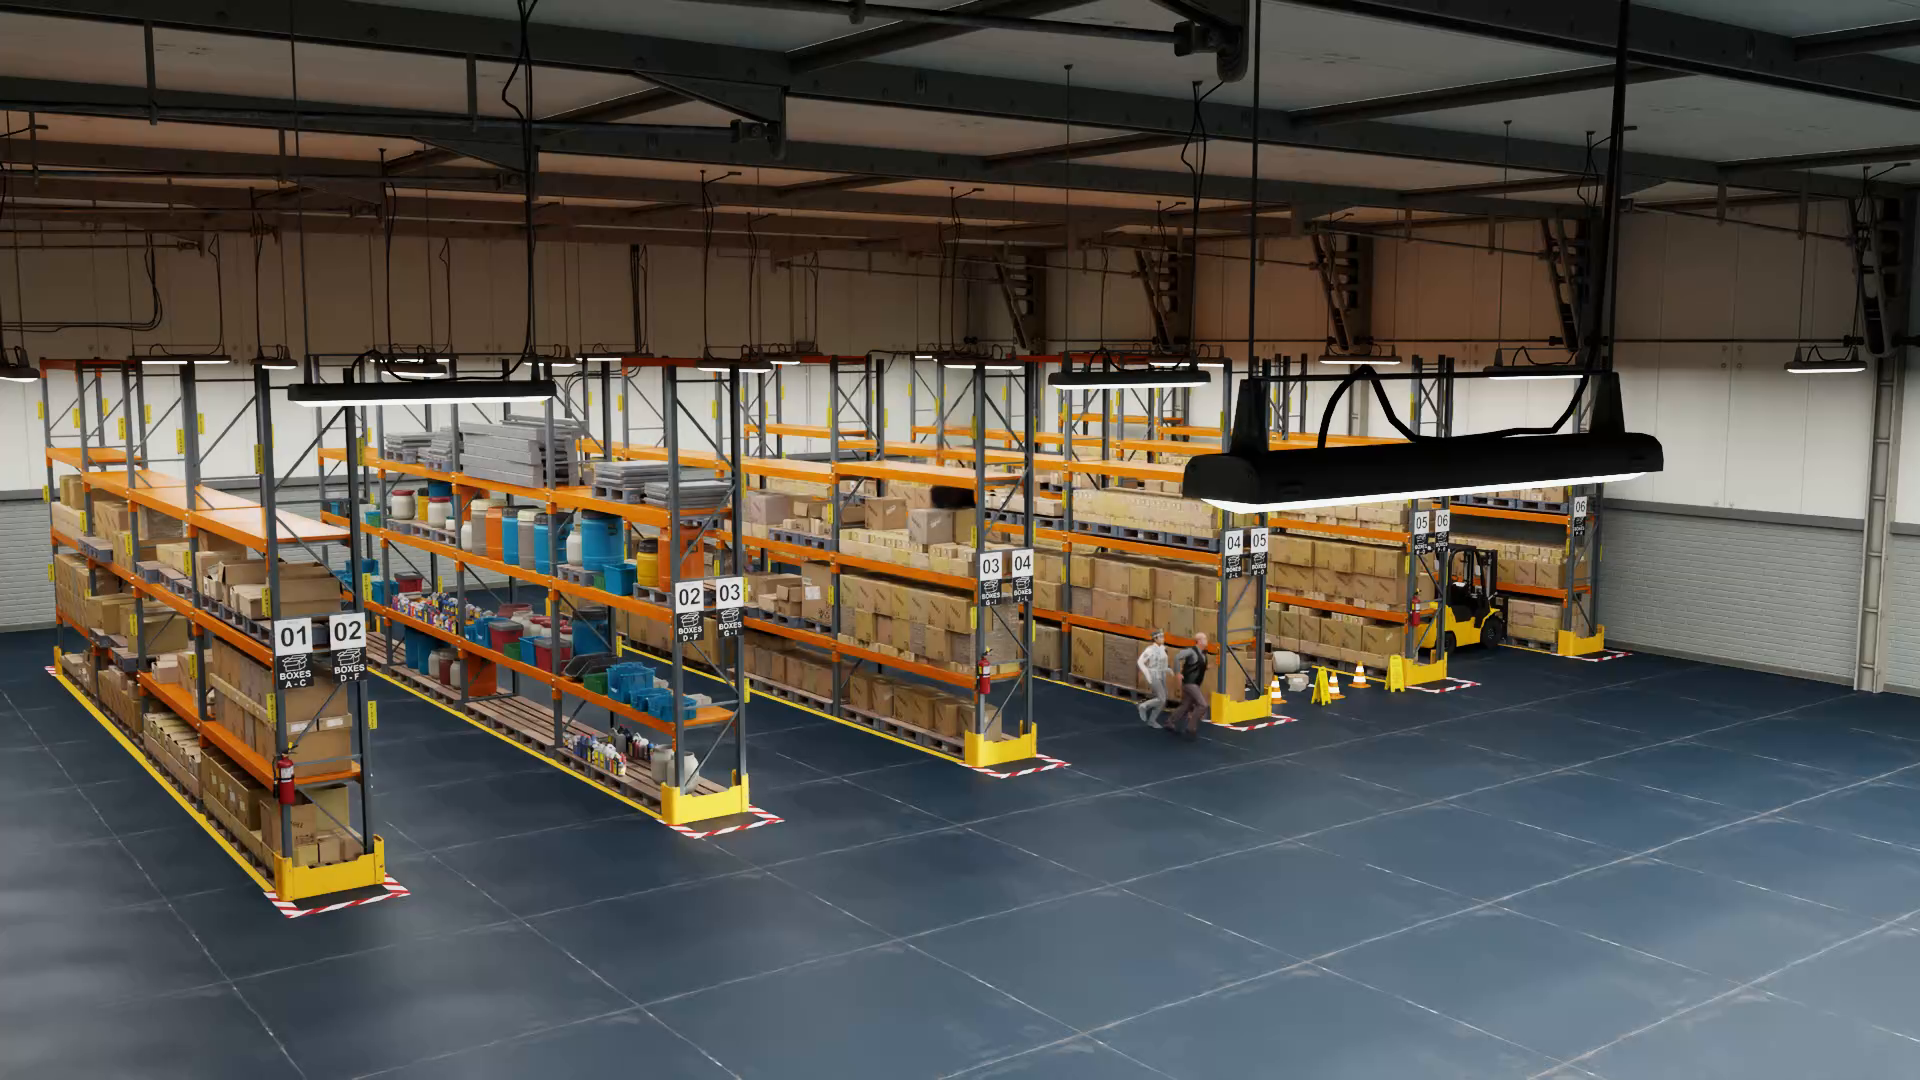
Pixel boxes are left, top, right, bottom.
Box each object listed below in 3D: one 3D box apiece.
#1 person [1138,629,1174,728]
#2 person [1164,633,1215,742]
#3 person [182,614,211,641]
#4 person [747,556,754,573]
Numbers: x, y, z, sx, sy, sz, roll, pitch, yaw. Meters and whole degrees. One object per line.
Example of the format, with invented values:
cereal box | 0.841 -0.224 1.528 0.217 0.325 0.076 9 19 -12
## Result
person | 3.240 2.263 27.207 0.510 1.655 0.601 6 9 39
person | 3.665 2.342 26.507 0.810 1.758 0.636 3 7 21
person | -15.079 1.601 32.775 0.552 1.622 0.596 3 8 26
person | -4.784 1.107 37.000 0.505 1.608 0.688 -6 9 -41
